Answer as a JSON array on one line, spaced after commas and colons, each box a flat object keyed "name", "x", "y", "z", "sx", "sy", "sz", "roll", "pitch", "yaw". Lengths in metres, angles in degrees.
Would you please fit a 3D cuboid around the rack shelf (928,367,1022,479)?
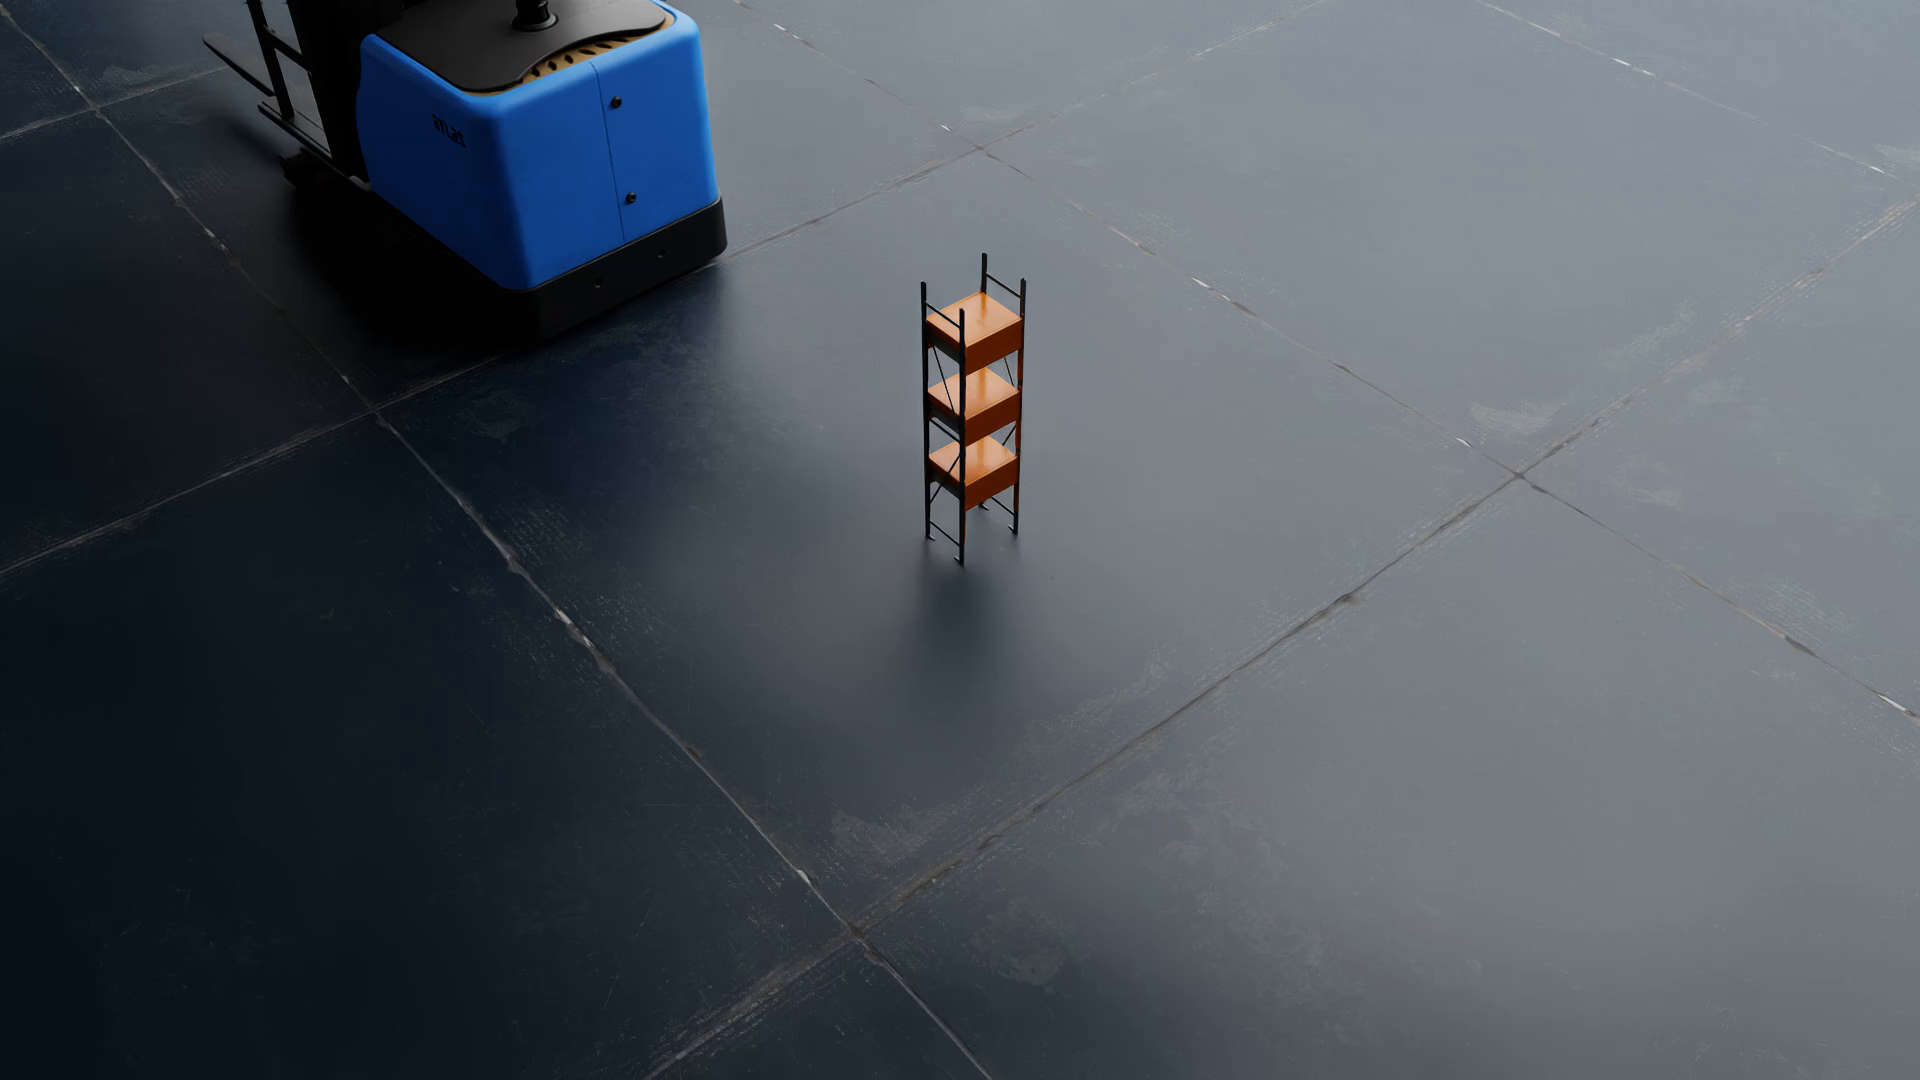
[{"name": "rack shelf", "x": 0.041, "y": -0.398, "z": 5.423, "sx": 0.240, "sy": 0.259, "sz": 0.215, "roll": -30, "pitch": 51, "yaw": -28}]

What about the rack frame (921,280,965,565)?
[{"name": "rack frame", "x": -0.053, "y": -0.353, "z": 5.359, "sx": 0.008, "sy": 1.050, "sz": 0.200, "roll": -30, "pitch": 51, "yaw": -28}]

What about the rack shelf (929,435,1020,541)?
[{"name": "rack shelf", "x": 0.041, "y": -0.196, "z": 5.613, "sx": 0.240, "sy": 0.259, "sz": 0.215, "roll": -30, "pitch": 51, "yaw": -28}]

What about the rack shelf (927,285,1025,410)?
[{"name": "rack shelf", "x": 0.041, "y": -0.605, "z": 5.229, "sx": 0.240, "sy": 0.259, "sz": 0.215, "roll": -30, "pitch": 51, "yaw": -28}]

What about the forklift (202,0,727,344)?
[{"name": "forklift", "x": -2.358, "y": -2.743, "z": 6.529, "sx": 1.130, "sy": 2.935, "sz": 3.031, "roll": -33, "pitch": 53, "yaw": -30}]

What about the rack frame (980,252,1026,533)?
[{"name": "rack frame", "x": 0.135, "y": -0.460, "z": 5.473, "sx": 0.008, "sy": 1.050, "sz": 0.200, "roll": -30, "pitch": 51, "yaw": -28}]

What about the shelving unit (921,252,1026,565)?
[{"name": "shelving unit", "x": 0.041, "y": -0.406, "z": 5.416, "sx": 0.252, "sy": 1.050, "sz": 0.215, "roll": -30, "pitch": 51, "yaw": -28}]
